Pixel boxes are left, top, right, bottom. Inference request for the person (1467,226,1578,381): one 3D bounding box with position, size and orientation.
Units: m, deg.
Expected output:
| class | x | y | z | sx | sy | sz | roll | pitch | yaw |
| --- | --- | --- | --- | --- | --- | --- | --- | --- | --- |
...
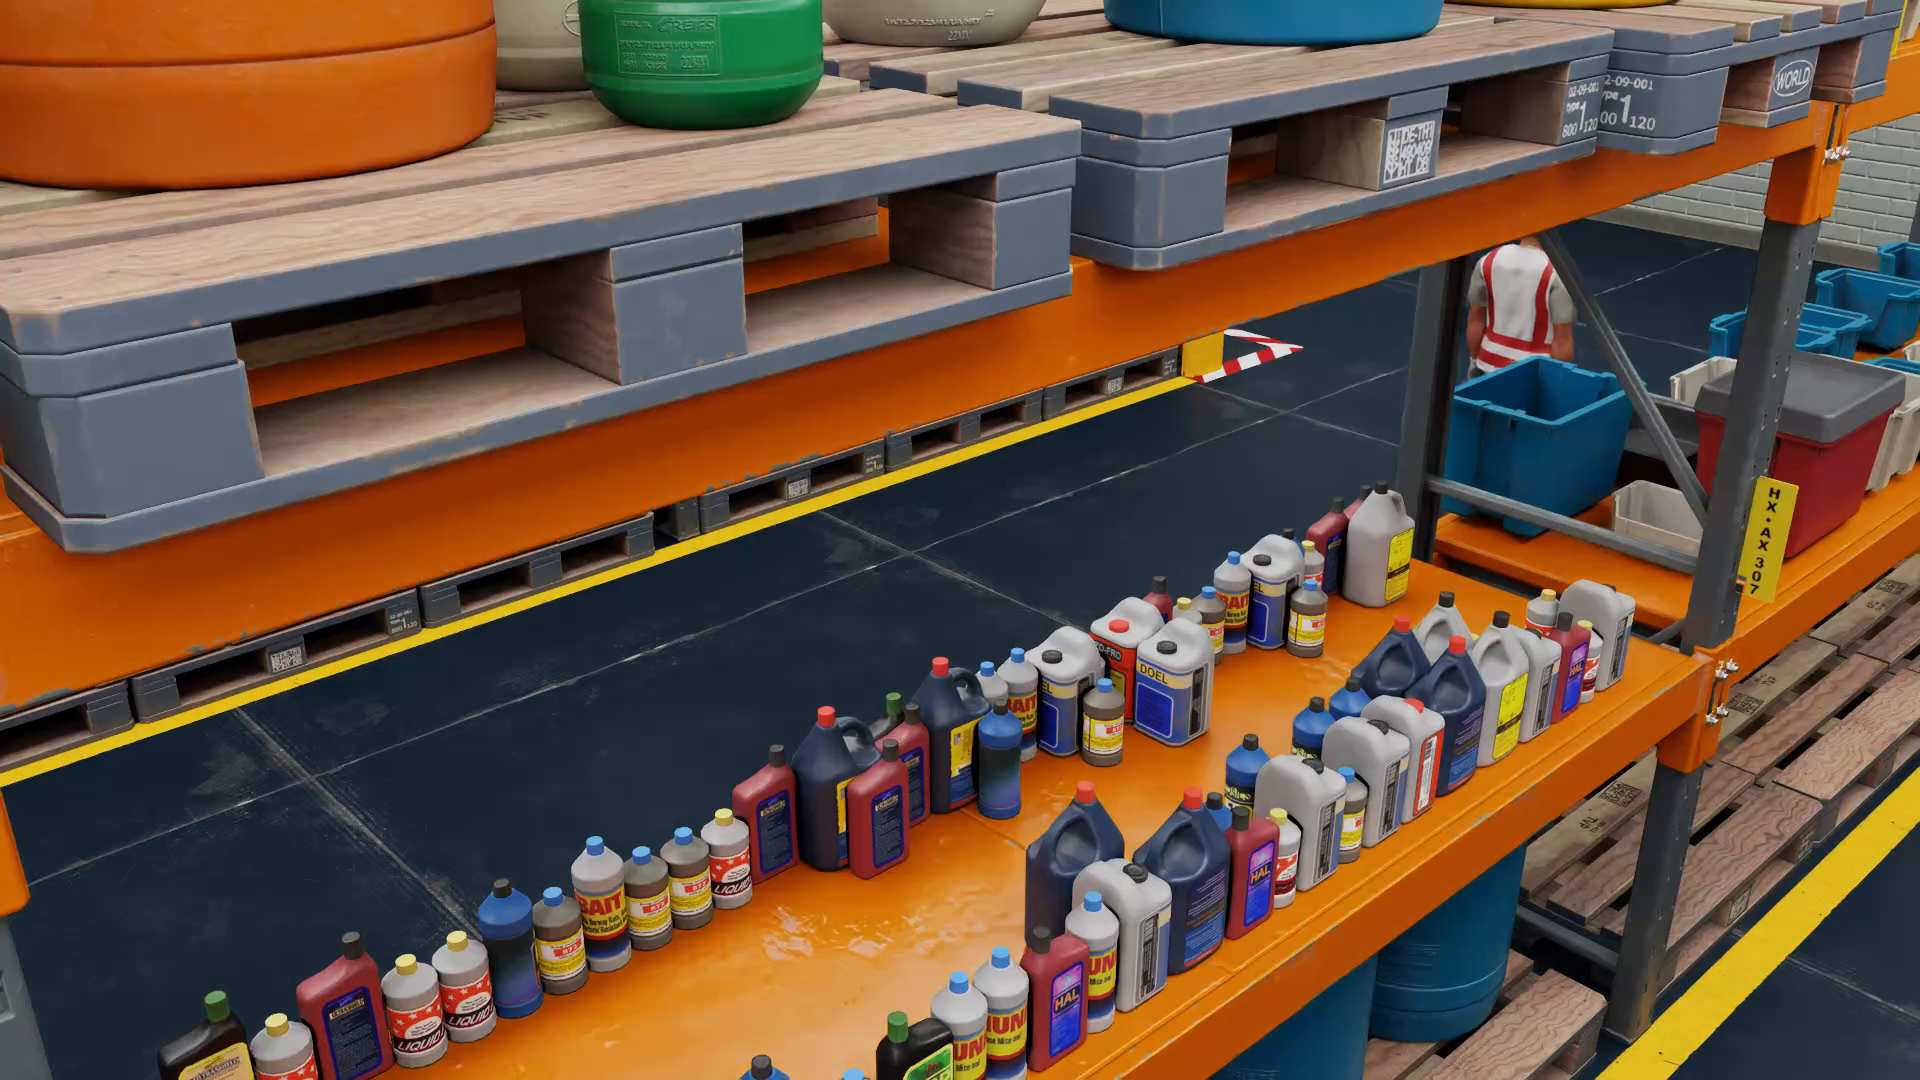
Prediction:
| class | x | y | z | sx | sy | sz | roll | pitch | yaw |
| --- | --- | --- | --- | --- | --- | --- | --- | --- | --- |
| person | 2.623 | -0.768 | 7.725 | 0.486 | 1.777 | 0.570 | -21 | 32 | -39 |
